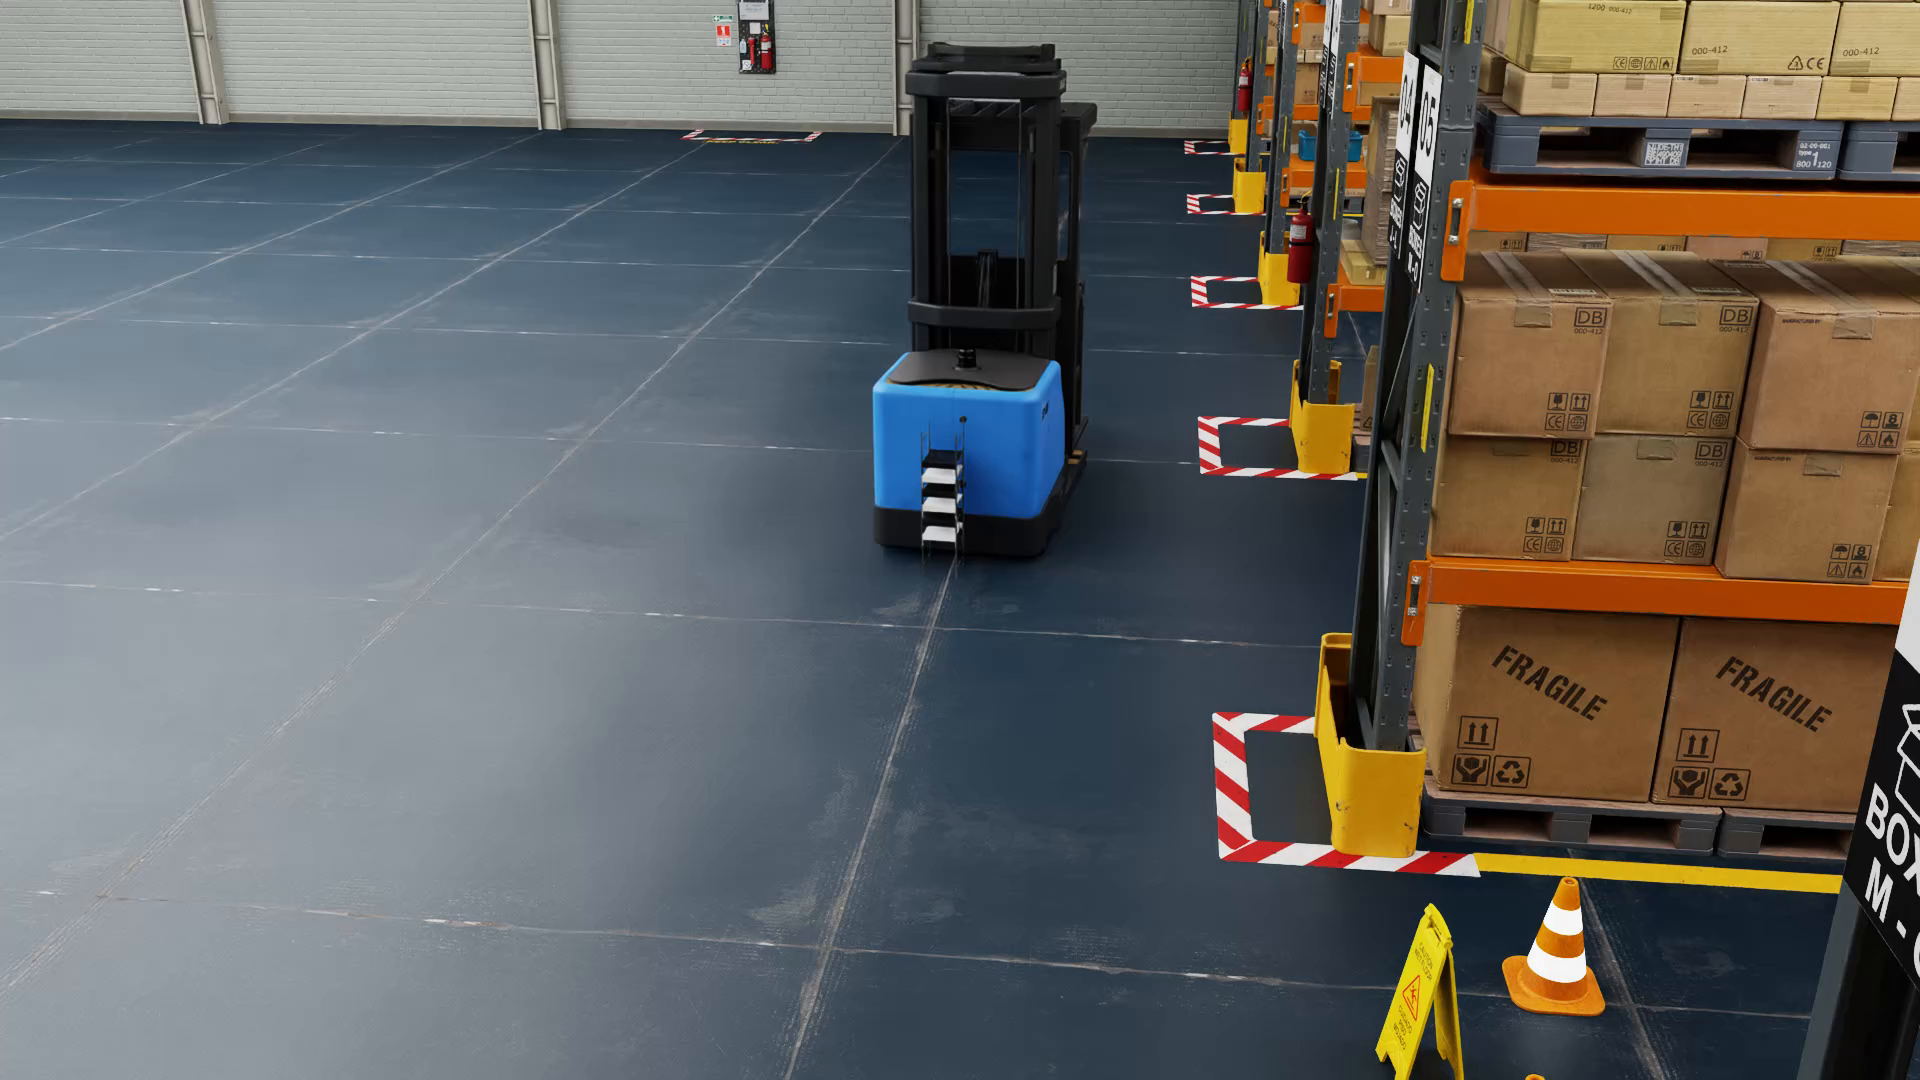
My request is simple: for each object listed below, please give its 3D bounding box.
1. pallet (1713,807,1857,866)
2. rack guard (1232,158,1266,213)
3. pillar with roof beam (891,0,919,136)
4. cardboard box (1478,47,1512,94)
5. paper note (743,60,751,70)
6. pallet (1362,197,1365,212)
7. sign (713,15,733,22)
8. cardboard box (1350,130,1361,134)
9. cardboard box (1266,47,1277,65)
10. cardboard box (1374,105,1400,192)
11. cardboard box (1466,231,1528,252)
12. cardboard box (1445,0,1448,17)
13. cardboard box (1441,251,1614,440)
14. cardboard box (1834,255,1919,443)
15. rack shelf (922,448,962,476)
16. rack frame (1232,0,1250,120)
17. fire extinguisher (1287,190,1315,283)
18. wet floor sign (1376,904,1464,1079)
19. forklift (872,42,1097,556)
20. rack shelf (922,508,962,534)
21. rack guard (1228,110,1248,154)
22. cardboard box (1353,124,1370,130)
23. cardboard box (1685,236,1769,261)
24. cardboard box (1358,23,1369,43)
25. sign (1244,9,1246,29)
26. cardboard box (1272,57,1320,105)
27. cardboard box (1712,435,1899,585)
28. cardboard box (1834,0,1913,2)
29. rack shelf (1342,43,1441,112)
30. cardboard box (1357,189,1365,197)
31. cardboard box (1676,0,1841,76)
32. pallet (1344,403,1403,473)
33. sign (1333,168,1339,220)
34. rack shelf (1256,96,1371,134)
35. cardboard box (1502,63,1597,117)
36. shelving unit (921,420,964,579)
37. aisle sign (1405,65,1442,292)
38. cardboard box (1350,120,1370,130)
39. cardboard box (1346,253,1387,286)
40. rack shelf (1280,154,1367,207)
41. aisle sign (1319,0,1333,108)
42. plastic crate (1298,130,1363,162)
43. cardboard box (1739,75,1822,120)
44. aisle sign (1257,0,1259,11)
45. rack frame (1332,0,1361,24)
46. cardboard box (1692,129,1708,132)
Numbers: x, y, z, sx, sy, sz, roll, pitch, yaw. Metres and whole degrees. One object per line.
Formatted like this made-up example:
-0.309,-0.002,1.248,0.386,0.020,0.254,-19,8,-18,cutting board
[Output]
3.865,1.091,7.394,1.213,0.211,1.003,2,22,6,pallet
3.684,-4.528,21.212,0.348,0.500,1.175,2,22,6,rack guard
-1.381,-9.261,21.625,0.400,9.000,9.100,2,22,6,pillar with roof beam
2.224,-1.895,6.708,0.250,0.149,0.380,2,22,6,cardboard box
-3.492,-7.787,27.254,0.142,0.148,0.016,2,22,6,paper note
5.680,-4.321,21.081,1.213,0.211,1.003,2,22,6,pallet
-3.858,-8.485,27.052,0.331,0.109,0.001,2,22,6,sign
4.711,-4.829,20.723,0.500,0.500,0.500,2,22,6,cardboard box
4.734,-7.300,25.002,0.500,0.250,0.500,2,22,5,cardboard box
3.052,-2.599,11.033,0.500,0.500,0.500,2,22,6,cardboard box
3.591,-2.245,11.499,0.500,0.500,0.875,2,22,6,cardboard box
3.030,-3.440,10.643,0.250,0.149,0.380,3,22,7,cardboard box
2.218,-0.807,6.730,0.550,0.550,0.875,2,22,6,cardboard box
3.856,-0.768,6.630,0.500,0.550,0.875,2,22,6,cardboard box
-0.101,-0.457,9.729,0.200,0.077,0.258,4,22,10,rack shelf
4.287,-7.498,25.325,0.127,3.000,1.000,2,22,6,rack frame
2.478,-2.210,12.054,0.183,0.674,0.296,2,22,6,fire extinguisher
1.592,1.551,5.640,0.232,0.644,0.267,-1,22,-3,wet floor sign
0.275,-1.776,10.945,1.130,2.935,3.031,5,22,11,forklift
-0.101,-0.122,9.861,0.200,0.077,0.258,4,22,10,rack shelf
4.362,-6.332,25.776,0.348,0.500,1.175,2,22,6,rack guard
5.270,-5.002,21.160,0.500,0.500,0.500,2,22,6,cardboard box
5.070,-2.145,11.246,0.500,0.500,0.875,2,22,6,cardboard box
4.745,-6.291,20.372,0.500,0.500,0.700,2,22,5,cardboard box
4.223,-7.702,24.665,0.005,0.325,0.100,2,22,6,sign
4.169,-5.711,20.668,0.500,0.500,0.700,3,22,6,cardboard box
3.318,-0.250,6.788,0.550,0.550,0.875,2,22,6,cardboard box
3.157,-1.982,5.842,0.250,0.149,0.380,2,22,5,cardboard box
4.524,-3.046,10.964,4.000,0.370,1.077,2,22,6,rack shelf
5.207,-4.459,20.807,0.500,0.250,0.500,2,22,6,cardboard box
2.807,-1.835,6.014,0.500,0.250,0.500,2,22,6,cardboard box
3.416,-0.724,11.984,1.213,0.211,1.003,2,22,6,pallet
2.474,-2.277,10.941,0.005,0.325,0.100,2,22,6,sign
5.694,-5.268,20.663,4.000,0.370,1.077,2,22,6,rack shelf
2.157,-1.654,6.098,0.250,0.149,0.380,3,22,7,cardboard box
-0.101,-0.237,9.816,0.210,0.900,0.258,4,22,10,shelving unit
1.748,-1.368,6.285,0.004,0.787,0.394,2,22,6,aisle sign
6.252,-6.402,25.356,0.500,0.500,0.700,1,22,3,cardboard box
2.793,-1.856,11.396,0.250,0.149,0.380,2,22,6,cardboard box
5.107,-3.460,16.089,4.000,0.370,1.077,2,22,6,rack shelf
2.512,-3.393,11.407,0.004,0.787,0.394,2,22,6,aisle sign
3.653,-3.899,16.425,0.616,0.251,0.499,2,22,6,plastic crate
2.910,-1.621,6.015,0.250,0.149,0.380,3,22,7,cardboard box
3.606,-6.789,19.996,0.004,0.787,0.394,2,22,6,aisle sign
2.538,-4.862,10.499,0.127,3.000,1.000,2,22,6,rack frame
4.542,-2.534,10.869,0.500,0.500,0.500,2,22,6,cardboard box
